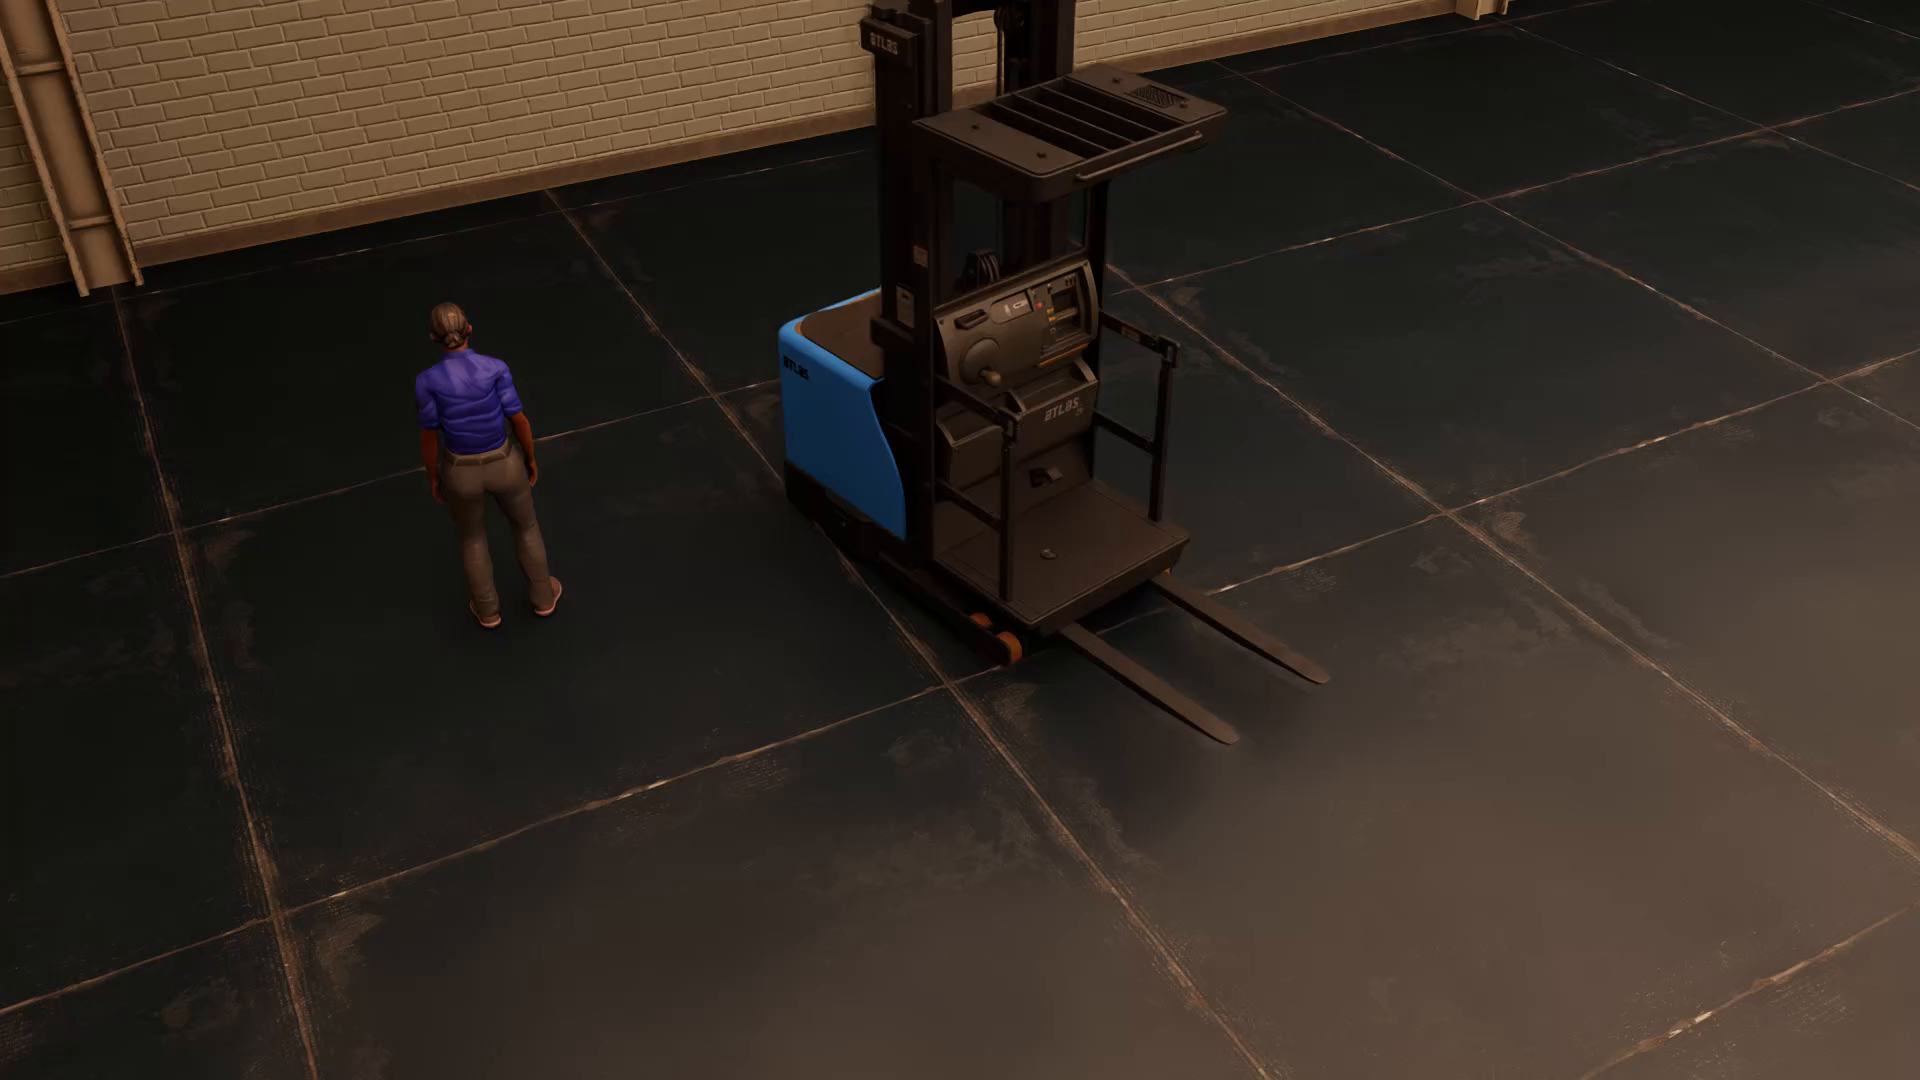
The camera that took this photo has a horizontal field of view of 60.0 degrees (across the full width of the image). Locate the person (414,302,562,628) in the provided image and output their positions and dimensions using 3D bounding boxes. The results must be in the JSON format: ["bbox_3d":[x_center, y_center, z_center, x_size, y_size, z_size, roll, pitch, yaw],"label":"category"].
[{"bbox_3d":[-2.201,-0.327,7.694,0.512,1.653,0.350,-11,37,-15],"label":"person"}]

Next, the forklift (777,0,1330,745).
[{"bbox_3d":[0.410,-0.933,7.443,1.130,2.935,3.031,-26,43,-32],"label":"forklift"}]
